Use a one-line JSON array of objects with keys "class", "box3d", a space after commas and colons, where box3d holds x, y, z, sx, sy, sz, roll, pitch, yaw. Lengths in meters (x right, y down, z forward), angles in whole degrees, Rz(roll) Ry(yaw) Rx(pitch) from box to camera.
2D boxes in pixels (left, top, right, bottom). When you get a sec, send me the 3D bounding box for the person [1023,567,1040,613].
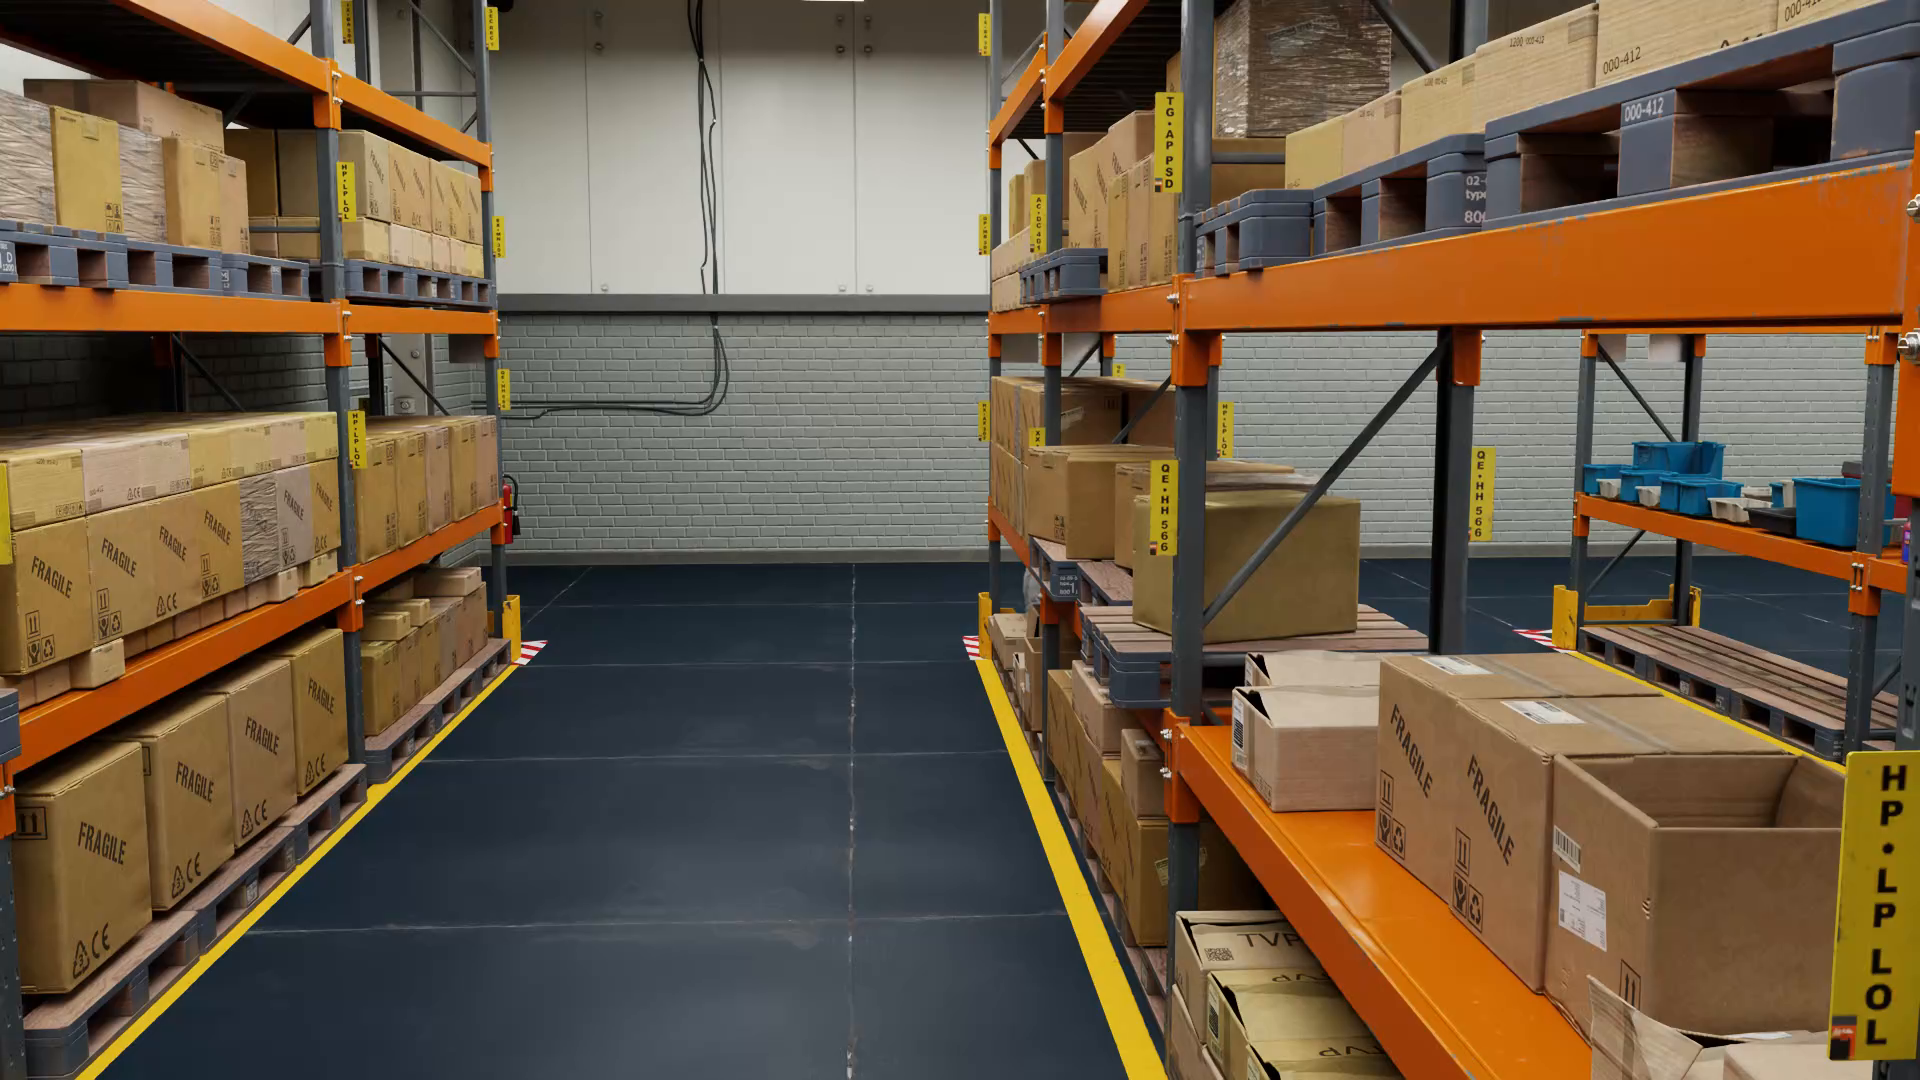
[{"class": "person", "box3d": [0.719, -0.095, 15.547, 0.392, 1.736, 0.490, 0, 7, -3]}]
